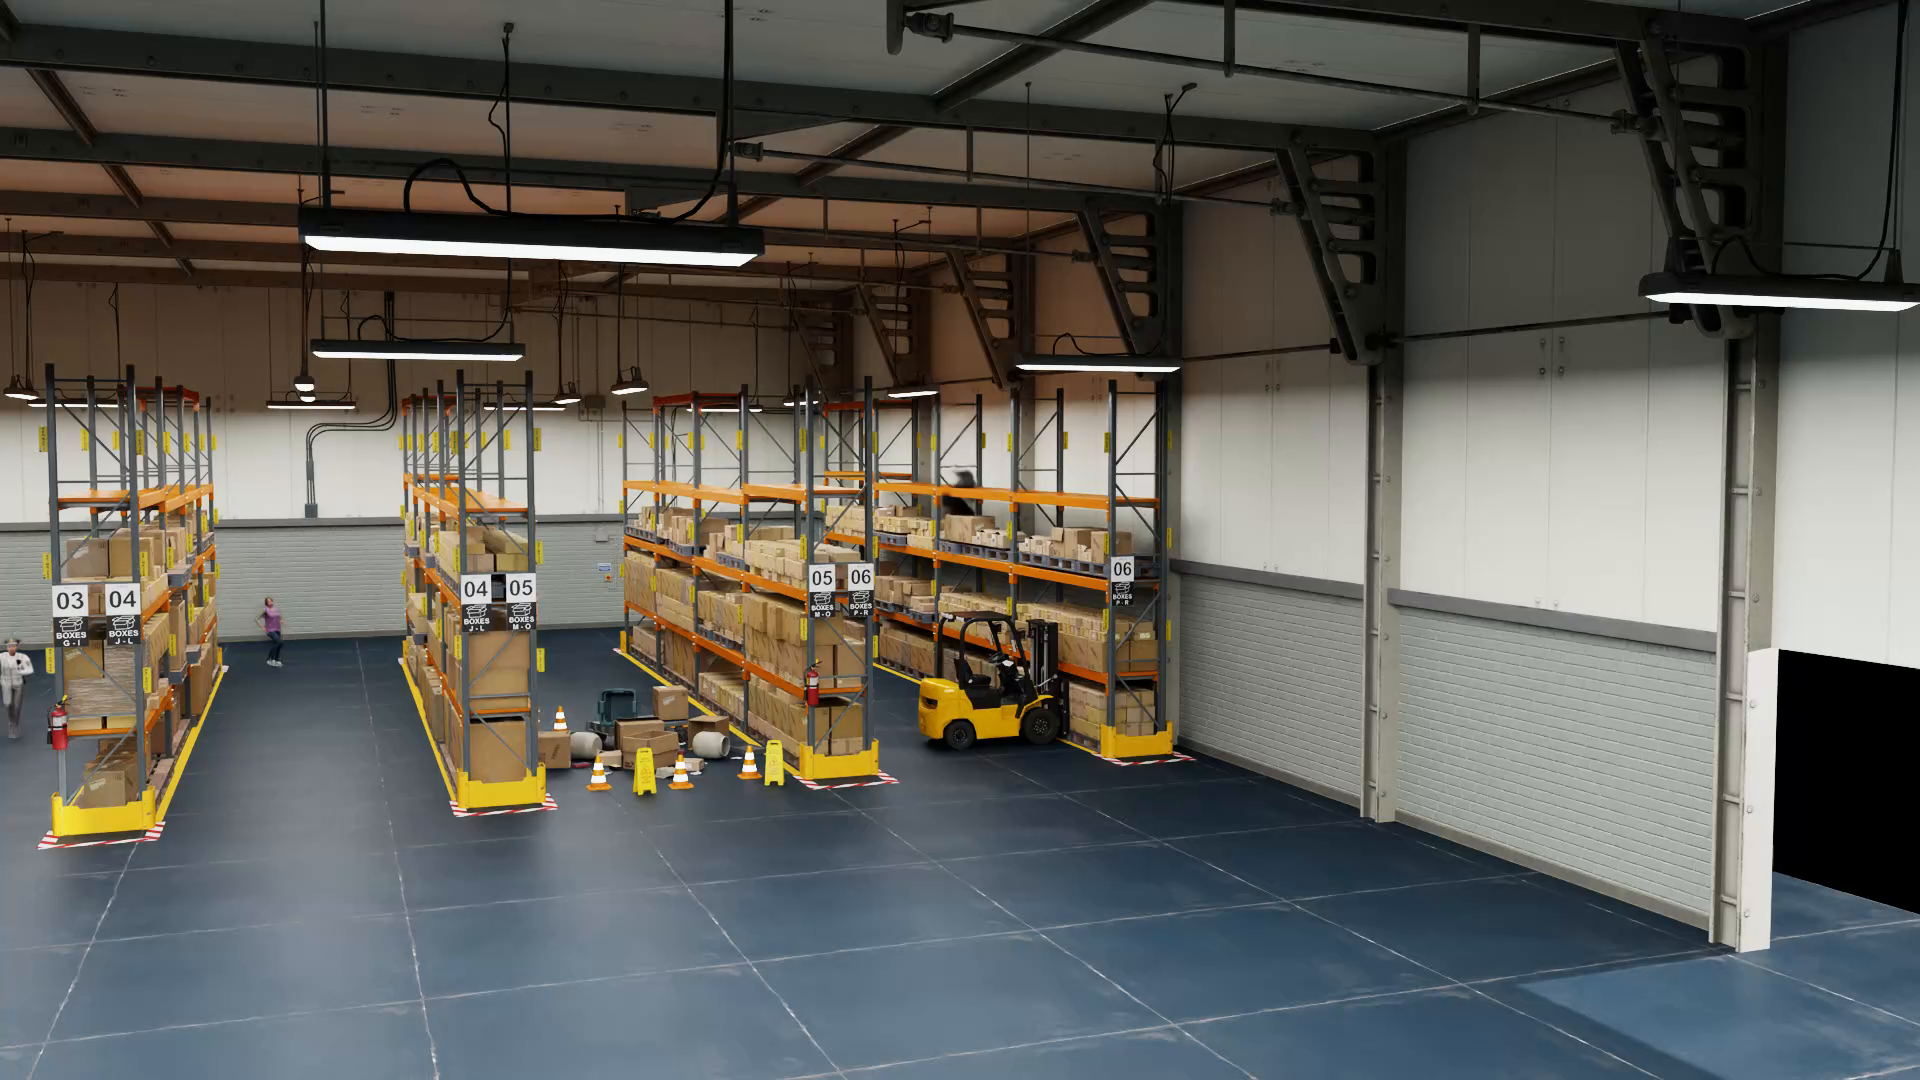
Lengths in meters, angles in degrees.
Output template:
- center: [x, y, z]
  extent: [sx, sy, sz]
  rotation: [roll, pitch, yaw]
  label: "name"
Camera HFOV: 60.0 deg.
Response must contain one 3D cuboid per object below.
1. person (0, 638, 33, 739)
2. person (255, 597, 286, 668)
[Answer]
- center: [-16.150, 2.510, 28.360]
  extent: [0.636, 1.725, 0.827]
  rotation: [-2, 4, -26]
  label: "person"
- center: [-15.307, 2.059, 36.999]
  extent: [0.618, 1.598, 0.601]
  rotation: [1, 4, 22]
  label: "person"
